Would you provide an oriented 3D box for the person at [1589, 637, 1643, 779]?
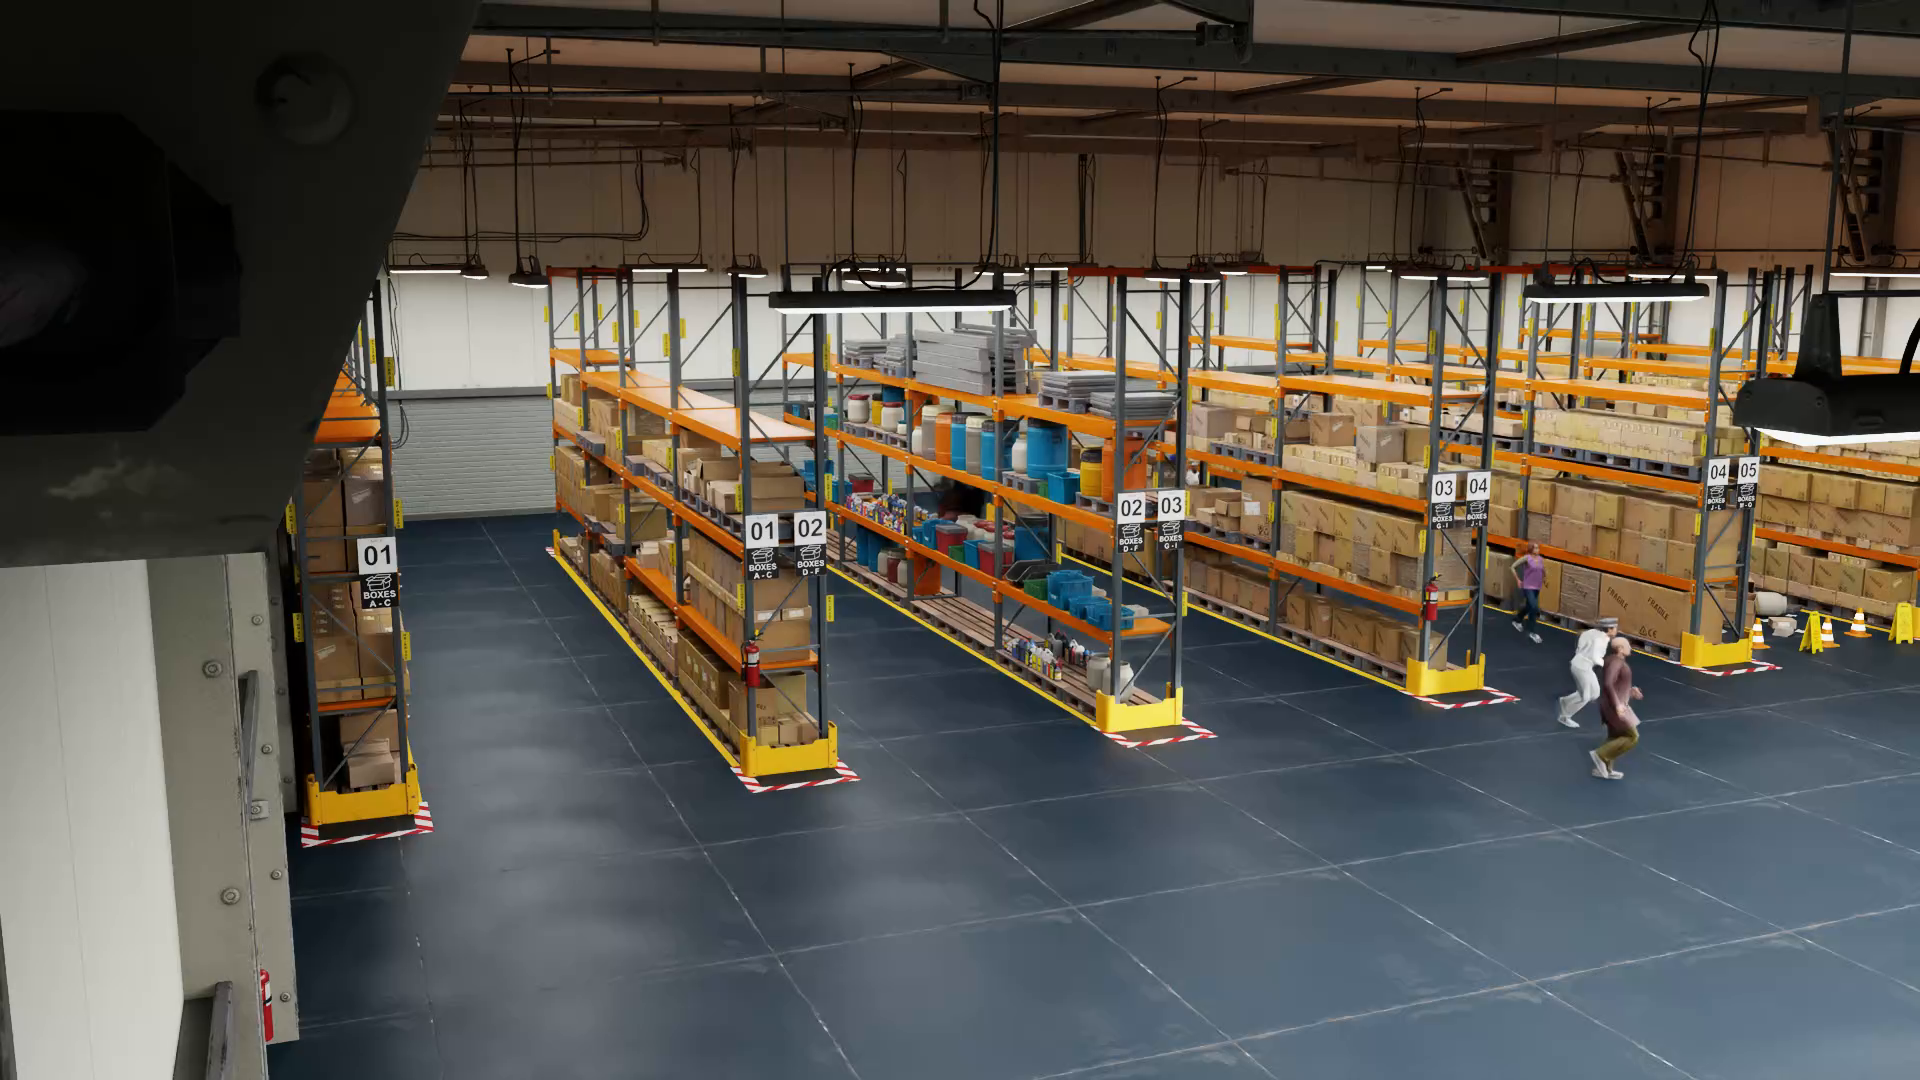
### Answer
[{"bbox_3d":[7.923,2.022,20.038,0.629,1.746,0.723,2,10,9],"label":"person"}]

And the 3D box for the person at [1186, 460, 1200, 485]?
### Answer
[{"bbox_3d":[5.255,-0.946,37.304,0.546,1.751,0.725,-3,10,-18],"label":"person"}]

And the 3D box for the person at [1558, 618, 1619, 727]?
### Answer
[{"bbox_3d":[8.451,1.762,22.272,0.762,1.523,0.635,4,11,20],"label":"person"}]

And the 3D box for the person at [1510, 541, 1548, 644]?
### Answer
[{"bbox_3d":[9.346,0.817,27.270,0.518,1.631,0.783,-5,11,-26],"label":"person"}]

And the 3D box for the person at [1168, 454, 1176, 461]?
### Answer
[{"bbox_3d":[5.396,-1.628,41.344,0.728,1.629,0.591,-6,12,-31],"label":"person"}]
